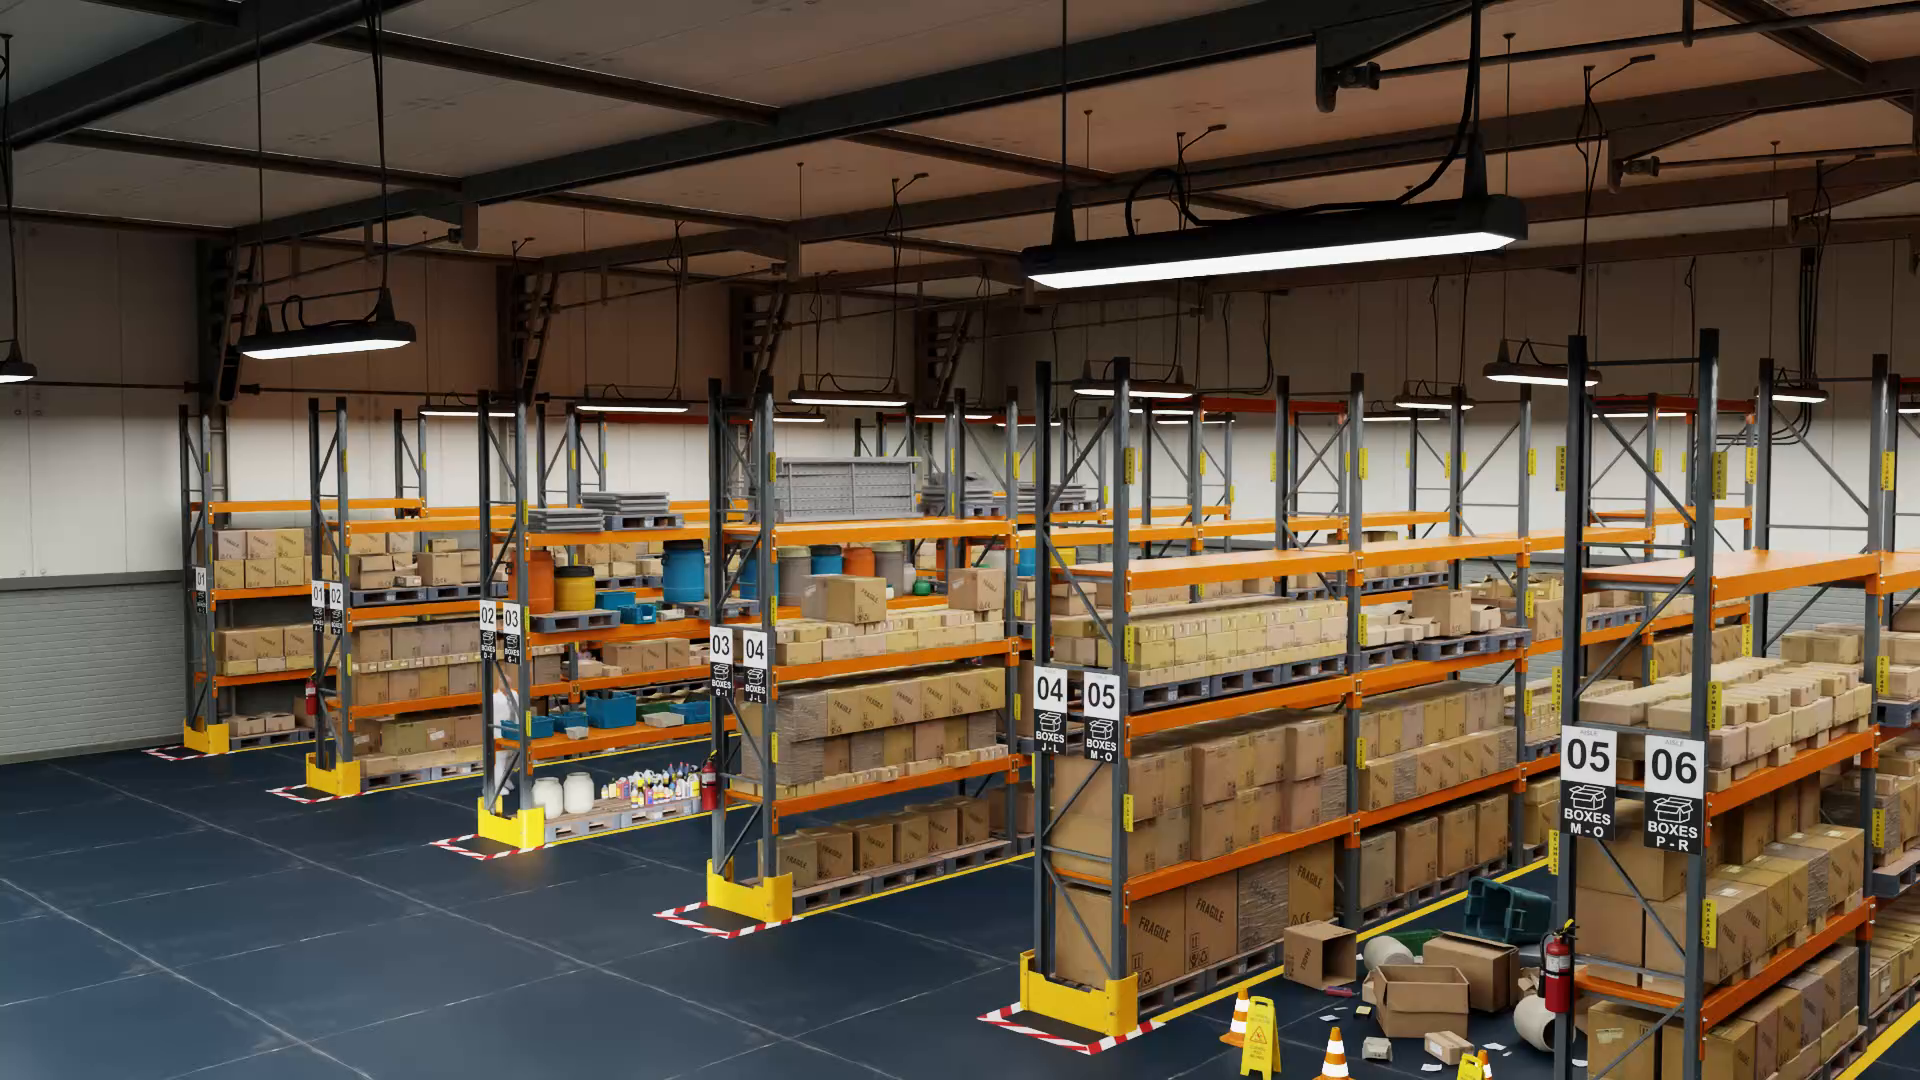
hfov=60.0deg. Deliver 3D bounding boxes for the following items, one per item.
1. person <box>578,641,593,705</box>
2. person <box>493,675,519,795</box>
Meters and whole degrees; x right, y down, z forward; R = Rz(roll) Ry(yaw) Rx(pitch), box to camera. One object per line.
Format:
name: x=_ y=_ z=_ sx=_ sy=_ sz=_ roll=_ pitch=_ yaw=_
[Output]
person: x=-7.218 y=2.722 z=31.837 sx=0.482 sy=1.661 sz=0.325 roll=-3 pitch=4 yaw=-42
person: x=-6.886 y=2.943 z=25.277 sx=0.621 sy=1.788 sz=0.717 roll=2 pitch=4 yaw=38
